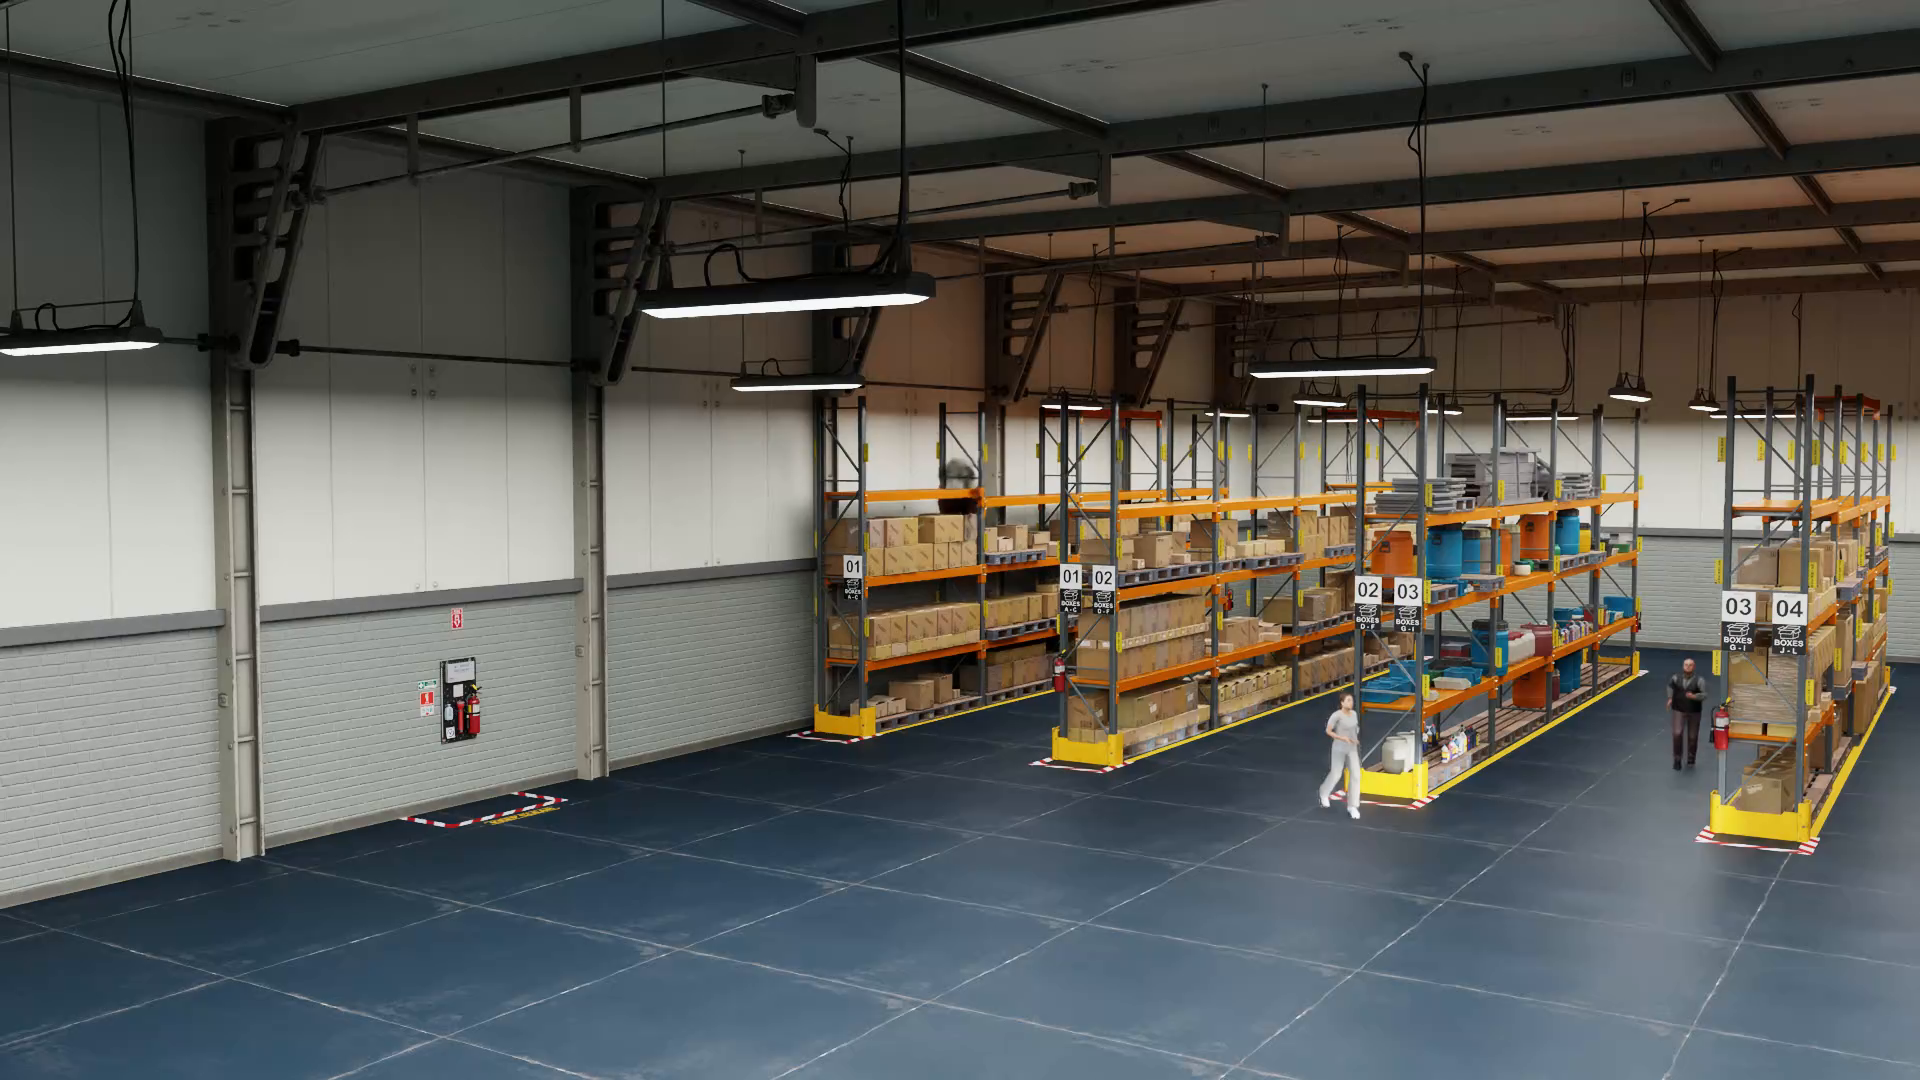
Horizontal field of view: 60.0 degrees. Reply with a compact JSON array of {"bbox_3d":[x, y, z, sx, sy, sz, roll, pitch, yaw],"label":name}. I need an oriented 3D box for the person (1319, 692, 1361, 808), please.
[{"bbox_3d":[5.321,2.889,23.104,0.601,1.574,0.797,-1,3,-19],"label":"person"}]

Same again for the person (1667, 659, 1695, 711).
[{"bbox_3d":[11.382,2.309,26.181,0.475,0.850,0.502,1,3,26],"label":"person"}]
